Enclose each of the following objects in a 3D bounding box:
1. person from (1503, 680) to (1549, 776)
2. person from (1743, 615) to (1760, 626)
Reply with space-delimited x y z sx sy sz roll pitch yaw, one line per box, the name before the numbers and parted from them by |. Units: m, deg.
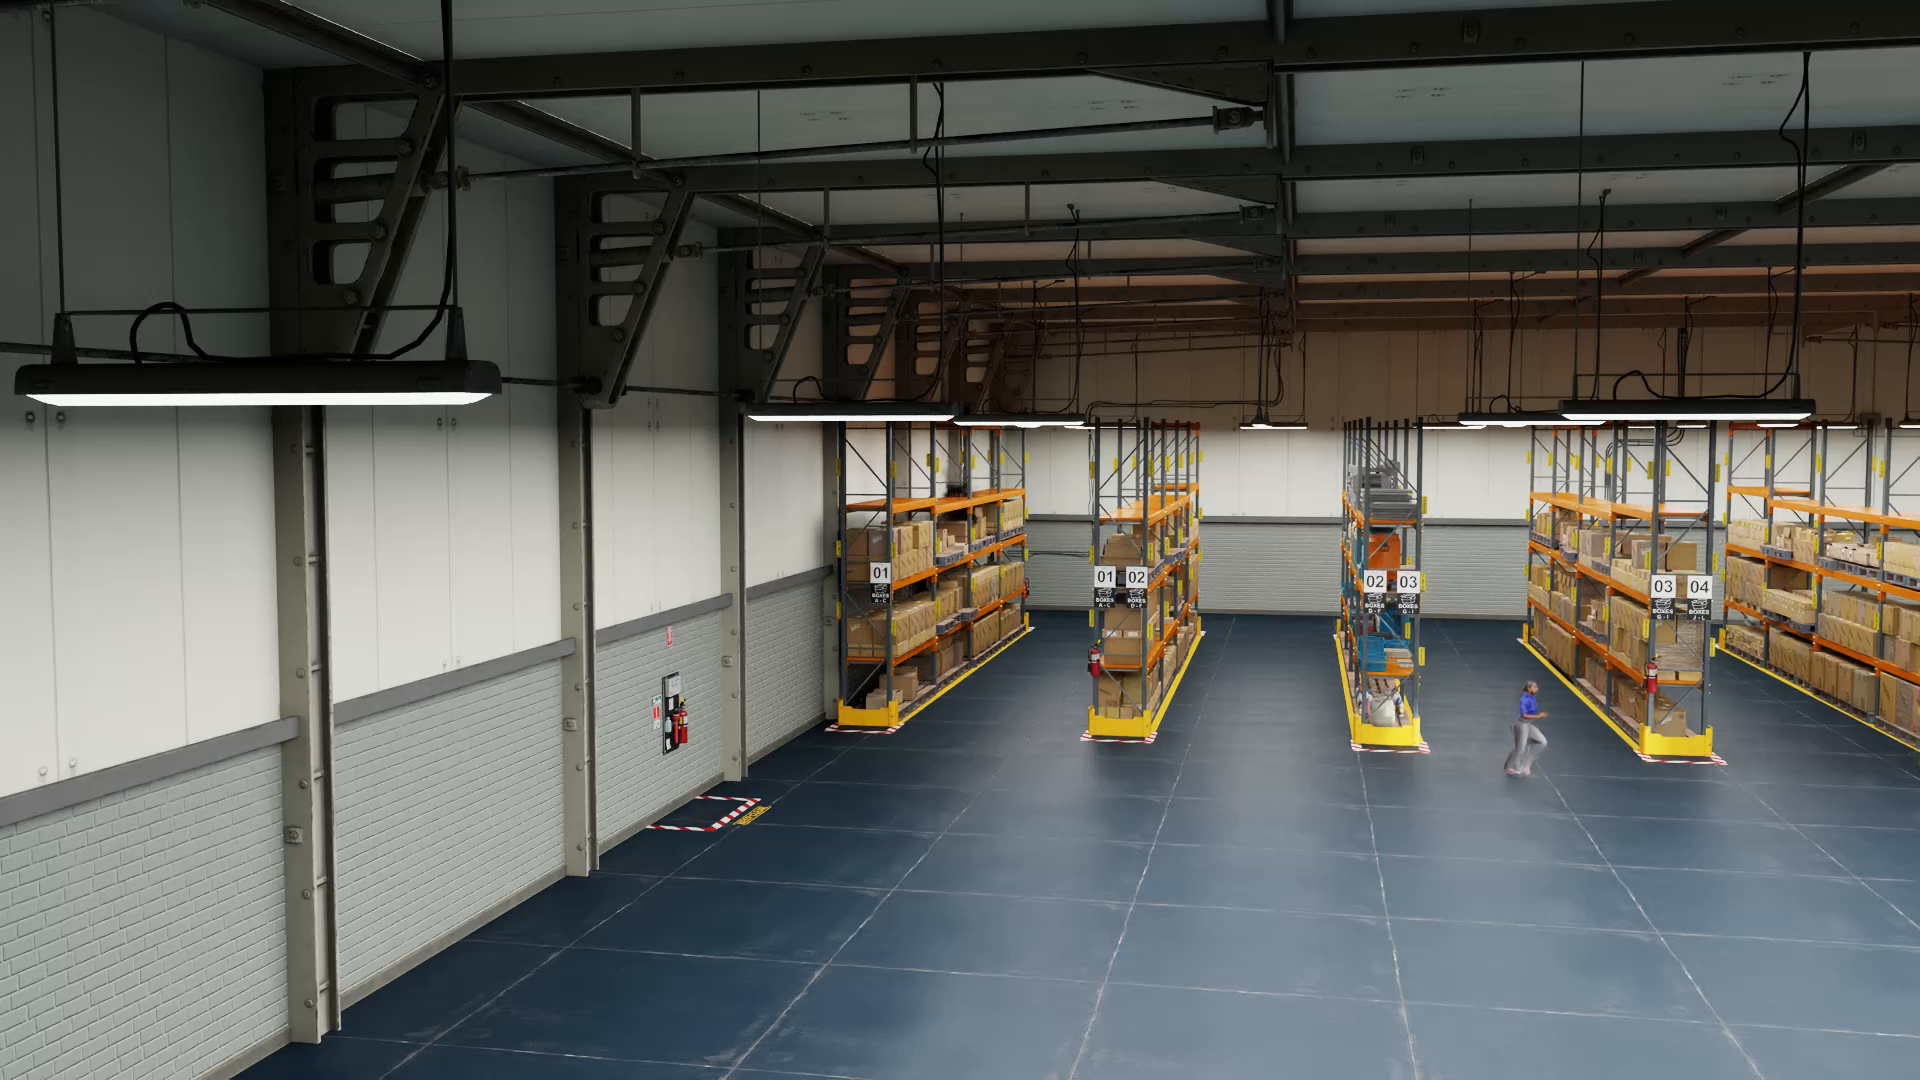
person | 9.380 3.107 27.522 0.773 1.606 0.607 3 5 38
person | 21.547 1.856 45.060 0.872 1.683 0.675 1 4 13
